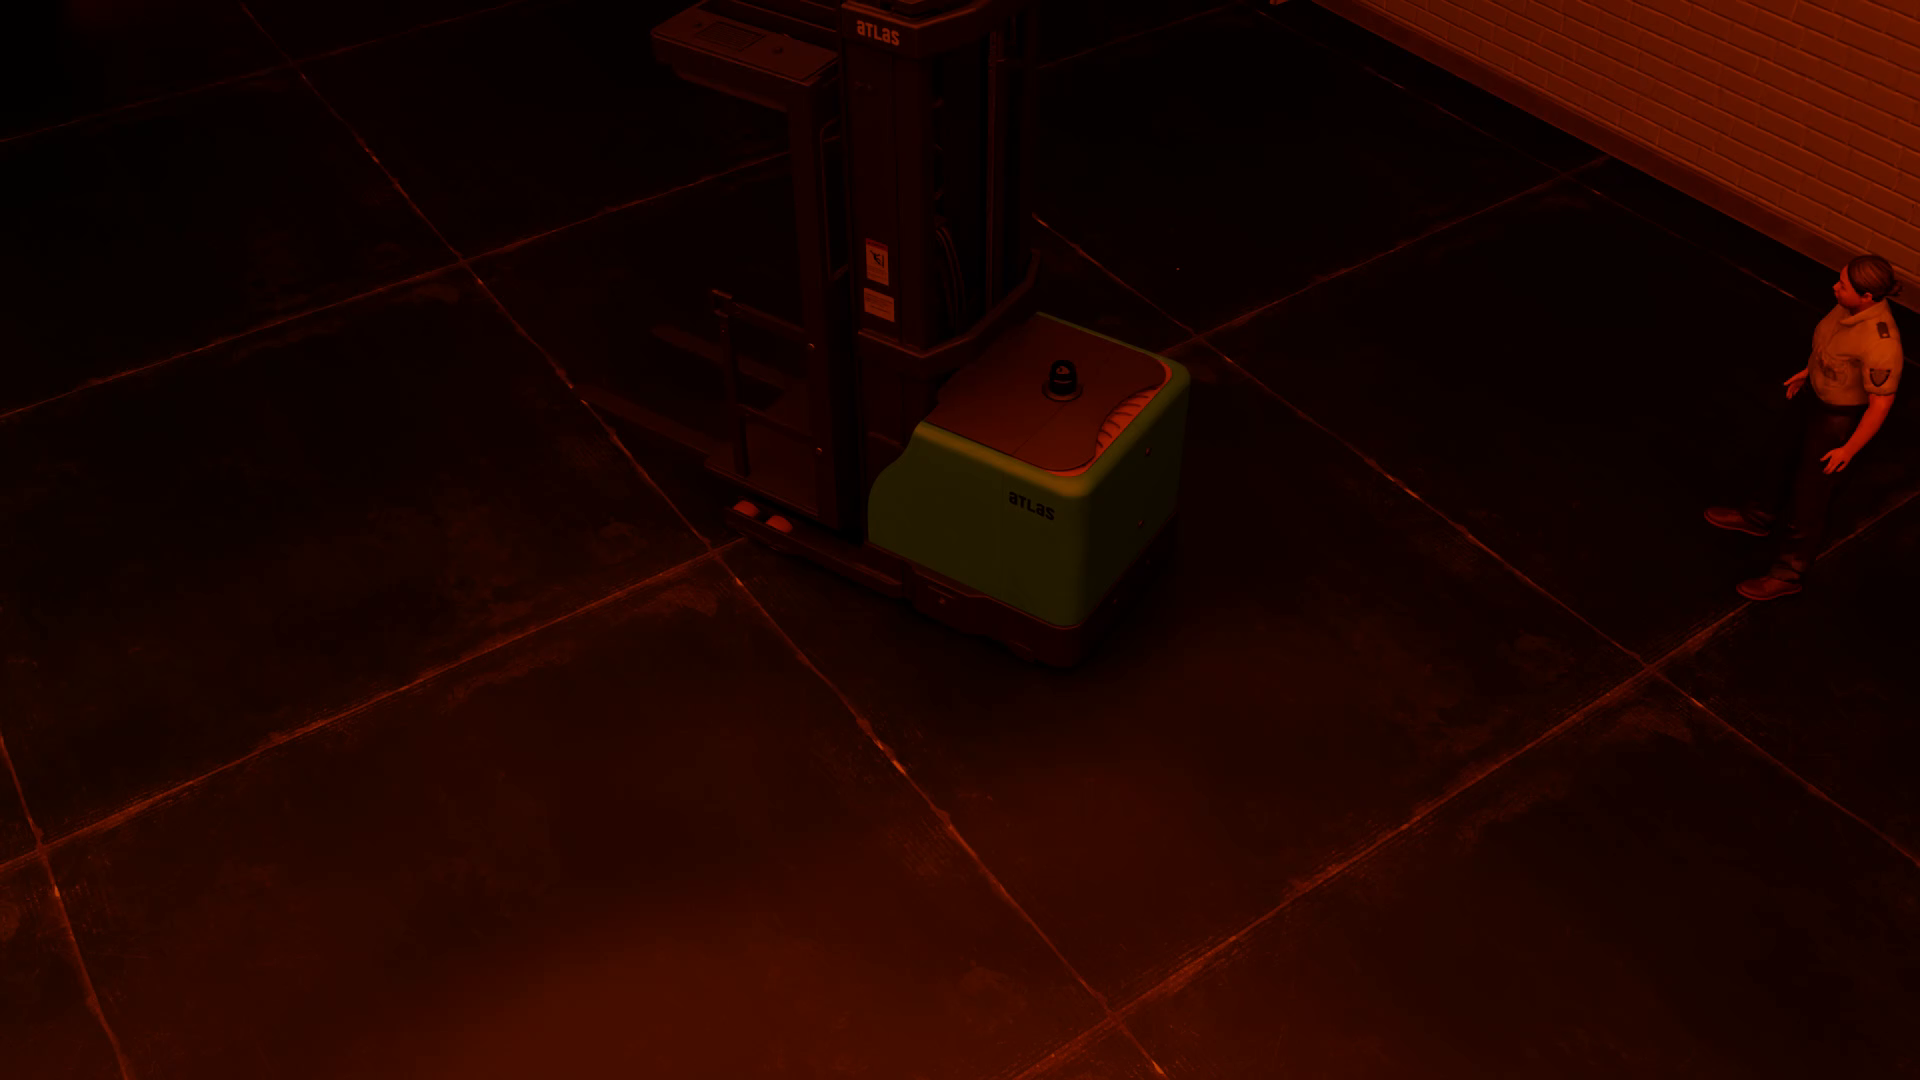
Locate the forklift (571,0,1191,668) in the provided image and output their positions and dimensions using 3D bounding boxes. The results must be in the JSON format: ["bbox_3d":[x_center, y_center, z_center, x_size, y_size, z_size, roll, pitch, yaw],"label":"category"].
[{"bbox_3d":[-0.511,-1.302,7.129,3.031,2.935,1.130,24,48,24],"label":"forklift"}]

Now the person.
[{"bbox_3d":[3.752,-0.521,7.231,0.431,1.657,0.627,5,43,6],"label":"person"}]
